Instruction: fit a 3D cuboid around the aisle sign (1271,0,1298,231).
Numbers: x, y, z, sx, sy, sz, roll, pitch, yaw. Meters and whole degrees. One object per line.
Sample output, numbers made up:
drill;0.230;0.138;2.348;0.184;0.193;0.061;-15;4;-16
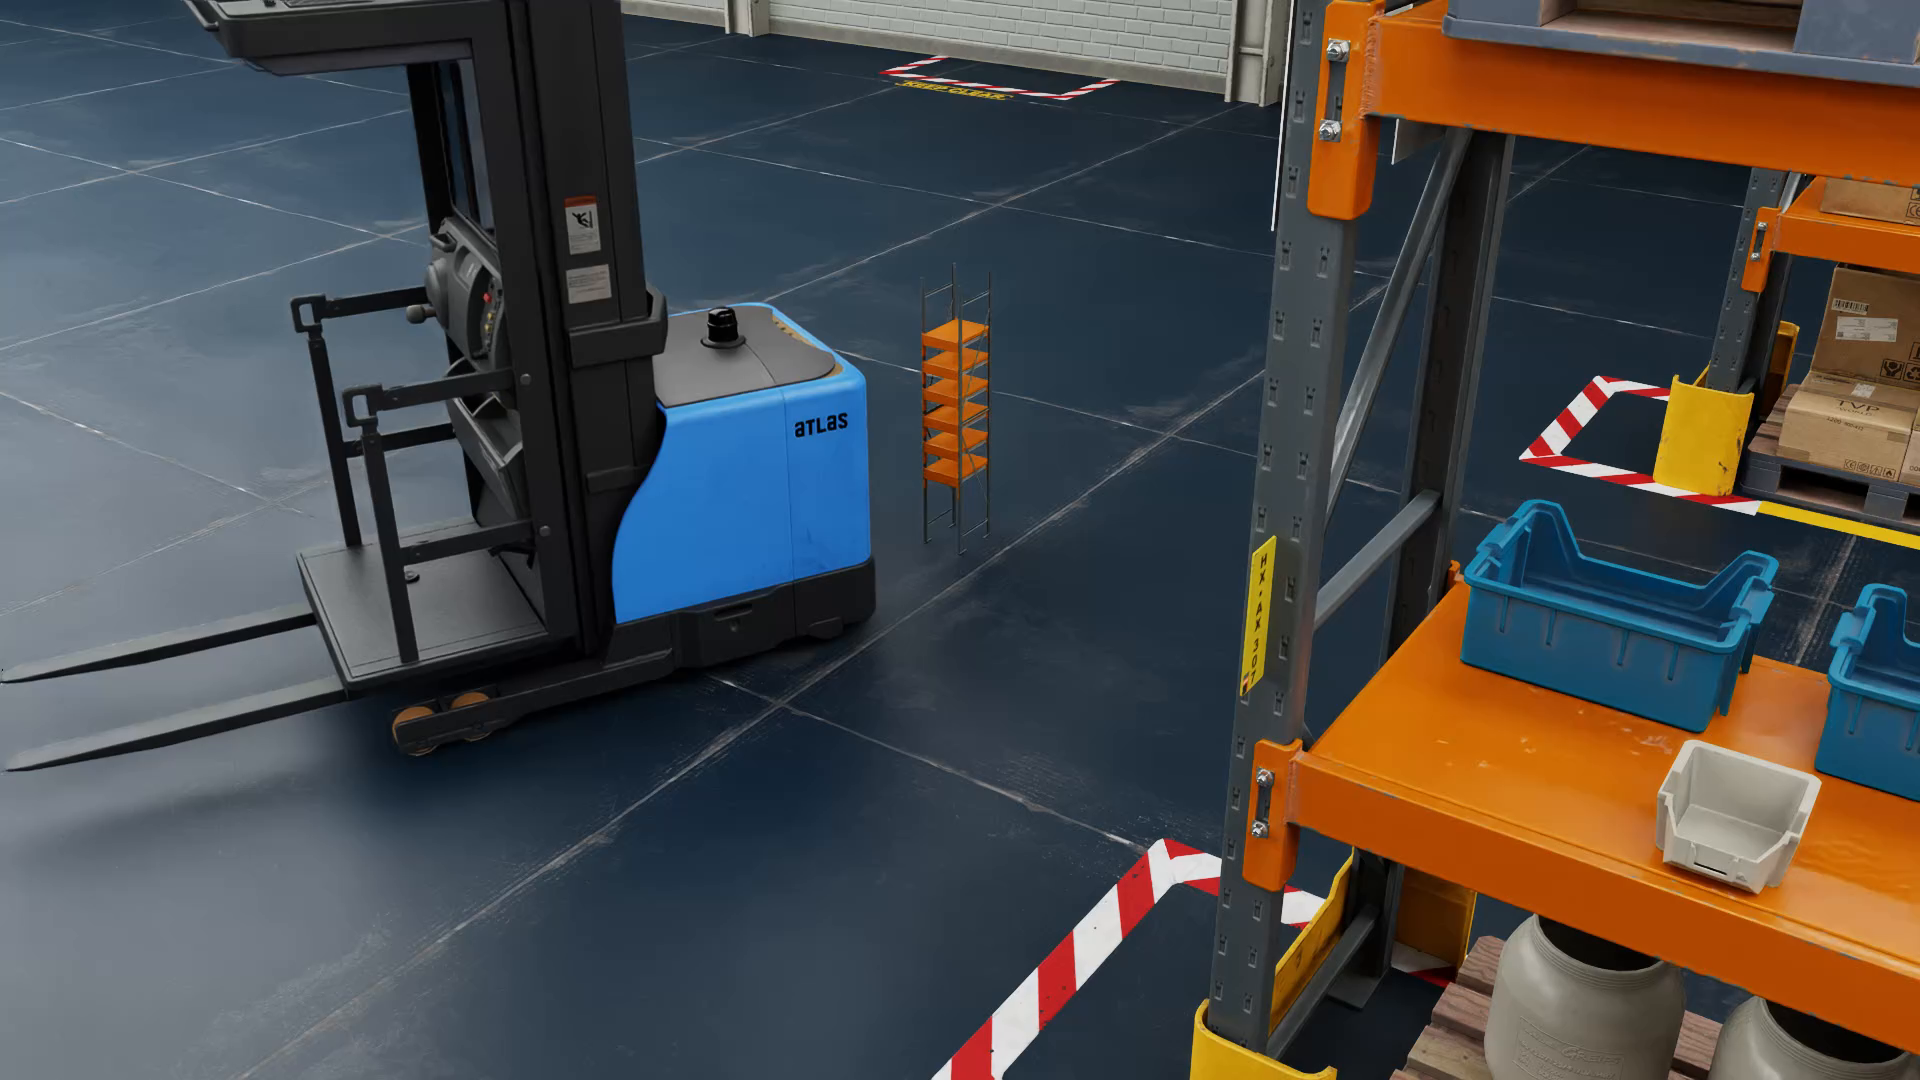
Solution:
aisle sign;0.687;-0.994;3.031;0.004;0.787;0.394;17;32;30

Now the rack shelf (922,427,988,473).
rack shelf;-0.012;-0.392;7.060;0.180;0.103;0.258;17;32;30

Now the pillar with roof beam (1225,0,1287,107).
pillar with roof beam;0.205;-6.379;9.864;0.400;9.000;9.100;17;32;30

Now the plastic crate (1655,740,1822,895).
plastic crate;1.468;0.541;3.171;0.250;0.136;0.298;17;32;30

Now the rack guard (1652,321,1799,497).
rack guard;3.700;-0.670;8.015;0.348;0.500;1.175;17;32;30

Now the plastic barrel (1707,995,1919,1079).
plastic barrel;1.911;1.264;3.739;0.421;0.512;0.421;0;27;0

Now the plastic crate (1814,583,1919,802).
plastic crate;2.027;0.325;3.468;0.408;0.251;0.499;17;32;30

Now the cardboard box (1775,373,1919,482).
cardboard box;4.036;-0.519;7.531;0.500;0.250;0.500;17;32;30

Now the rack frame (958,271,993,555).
rack frame;0.063;-0.515;6.939;0.006;1.200;0.240;17;32;30

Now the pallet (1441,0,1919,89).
pallet;1.539;-0.931;2.672;1.213;0.211;1.003;17;32;30

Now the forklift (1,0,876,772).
forklift;-1.875;-0.831;5.652;3.031;2.935;1.130;-14;30;-25

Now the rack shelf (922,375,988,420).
rack shelf;-0.012;-0.606;6.951;0.180;0.103;0.258;17;32;30

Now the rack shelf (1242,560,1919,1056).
rack shelf;2.561;0.907;2.953;4.000;0.370;1.077;17;32;30

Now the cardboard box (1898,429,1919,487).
cardboard box;4.450;-0.392;7.281;0.500;0.250;0.500;17;32;30

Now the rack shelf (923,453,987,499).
rack shelf;-0.012;-0.285;7.114;0.180;0.103;0.258;17;32;30

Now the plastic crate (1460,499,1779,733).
plastic crate;1.495;0.156;3.800;0.616;0.251;0.499;17;32;30

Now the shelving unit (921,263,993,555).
shelving unit;-0.012;-0.538;6.985;0.189;1.200;0.258;17;32;30

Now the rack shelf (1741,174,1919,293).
rack shelf;5.369;-0.944;6.590;4.000;0.370;1.077;17;32;30

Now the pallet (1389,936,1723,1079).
pallet;1.668;1.528;4.014;1.213;0.211;1.003;17;32;30

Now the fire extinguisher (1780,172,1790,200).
fire extinguisher;3.886;-1.947;7.855;0.183;0.674;0.296;17;32;30

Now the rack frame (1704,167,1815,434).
rack frame;3.720;-1.778;7.436;0.127;3.000;1.000;17;32;30

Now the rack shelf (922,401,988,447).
rack shelf;-0.012;-0.499;7.005;0.180;0.103;0.258;17;32;30

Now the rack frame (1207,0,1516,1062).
rack frame;0.913;0.073;3.799;0.127;3.000;1.000;17;32;30

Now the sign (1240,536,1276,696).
sign;0.598;0.154;3.335;0.005;0.325;0.100;17;32;30

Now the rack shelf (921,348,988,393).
rack shelf;-0.012;-0.713;6.896;0.180;0.103;0.258;17;32;30

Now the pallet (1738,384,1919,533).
pallet;4.374;-0.354;7.714;1.213;0.211;1.003;17;32;30

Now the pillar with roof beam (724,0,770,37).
pillar with roof beam;-4.740;-7.920;12.891;0.400;9.000;9.100;17;32;30

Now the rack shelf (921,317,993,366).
rack shelf;-0.012;-0.820;6.842;0.180;0.103;0.258;17;32;30

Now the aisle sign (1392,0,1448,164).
aisle sign;1.021;-1.215;3.464;0.004;0.787;0.394;17;32;30

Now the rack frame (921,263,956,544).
rack frame;-0.087;-0.562;7.031;0.006;1.200;0.240;17;32;30

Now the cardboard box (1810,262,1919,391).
cardboard box;4.331;-1.047;7.743;0.500;0.500;0.500;17;32;30

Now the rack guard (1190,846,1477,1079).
rack guard;1.002;1.189;4.362;0.348;0.500;1.175;17;32;30

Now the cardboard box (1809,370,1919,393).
cardboard box;4.329;-0.712;7.911;0.500;0.250;0.500;17;32;30

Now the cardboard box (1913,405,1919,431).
cardboard box;4.449;-0.725;7.110;0.500;0.500;0.500;17;32;30

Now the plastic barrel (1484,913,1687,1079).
plastic barrel;1.498;1.135;3.992;0.421;0.512;0.421;0;27;0

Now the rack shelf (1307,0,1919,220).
rack shelf;2.561;-0.430;2.273;4.000;0.370;1.077;17;32;30

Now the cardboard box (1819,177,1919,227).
cardboard box;4.098;-1.698;7.169;0.500;0.500;0.700;17;32;30
